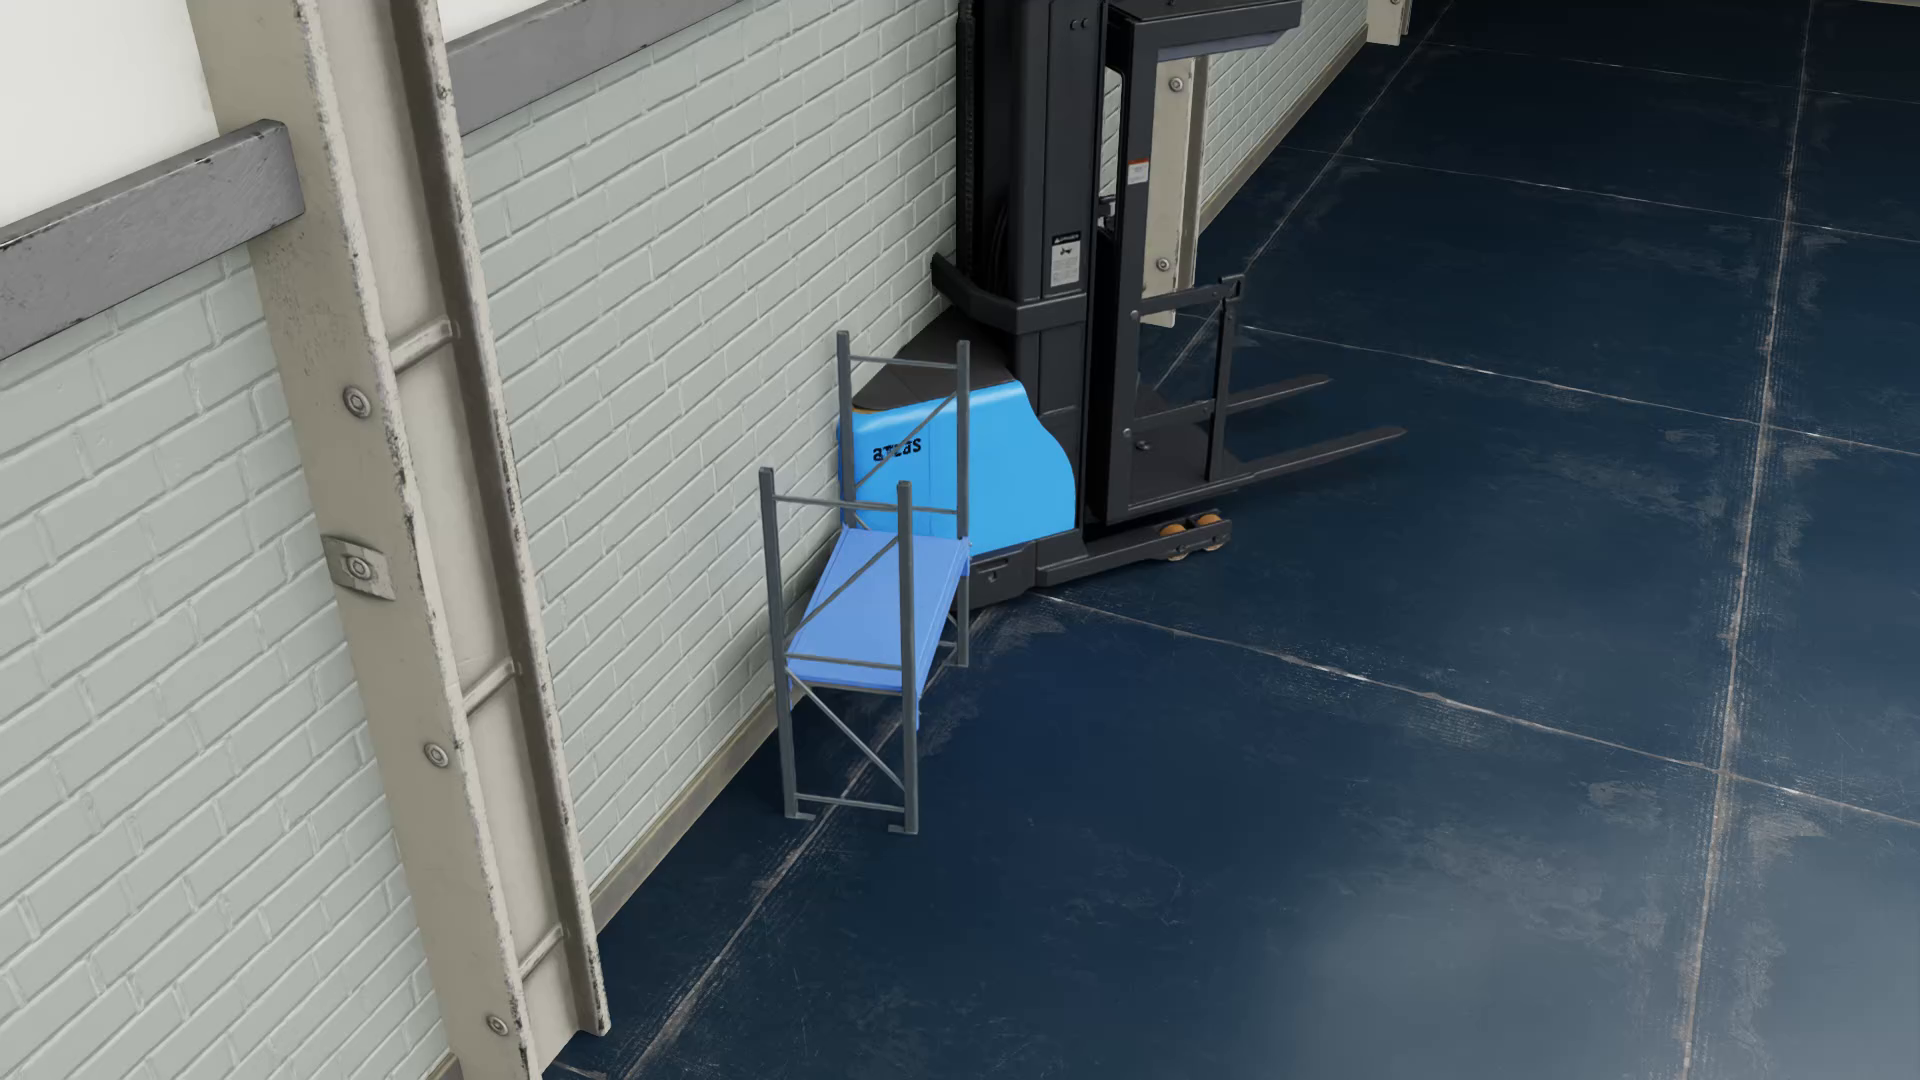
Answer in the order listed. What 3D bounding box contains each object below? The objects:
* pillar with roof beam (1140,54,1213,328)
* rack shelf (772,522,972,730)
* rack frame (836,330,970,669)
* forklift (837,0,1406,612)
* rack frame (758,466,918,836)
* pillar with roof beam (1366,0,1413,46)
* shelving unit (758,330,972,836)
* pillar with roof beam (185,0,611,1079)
[{"bbox_3d":[5.077,-4.137,5.853,9.100,9.000,0.400,14,36,20],"label":"pillar with roof beam"},{"bbox_3d":[-0.307,0.299,6.254,0.538,0.185,1.000,6,34,9],"label":"rack shelf"},{"bbox_3d":[-0.213,-0.125,6.573,0.500,1.500,0.032,6,34,9],"label":"rack frame"},{"bbox_3d":[0.684,-1.375,7.175,3.031,2.935,1.130,-15,36,-21],"label":"forklift"},{"bbox_3d":[-0.401,0.423,5.737,0.500,1.500,0.032,6,34,9],"label":"rack frame"},{"bbox_3d":[7.587,-7.125,10.410,9.100,9.000,0.400,14,36,20],"label":"pillar with roof beam"},{"bbox_3d":[-0.307,0.149,6.155,0.538,1.500,1.048,6,34,9],"label":"shelving unit"},{"bbox_3d":[2.567,-1.149,1.295,9.100,9.000,0.400,14,36,20],"label":"pillar with roof beam"}]
